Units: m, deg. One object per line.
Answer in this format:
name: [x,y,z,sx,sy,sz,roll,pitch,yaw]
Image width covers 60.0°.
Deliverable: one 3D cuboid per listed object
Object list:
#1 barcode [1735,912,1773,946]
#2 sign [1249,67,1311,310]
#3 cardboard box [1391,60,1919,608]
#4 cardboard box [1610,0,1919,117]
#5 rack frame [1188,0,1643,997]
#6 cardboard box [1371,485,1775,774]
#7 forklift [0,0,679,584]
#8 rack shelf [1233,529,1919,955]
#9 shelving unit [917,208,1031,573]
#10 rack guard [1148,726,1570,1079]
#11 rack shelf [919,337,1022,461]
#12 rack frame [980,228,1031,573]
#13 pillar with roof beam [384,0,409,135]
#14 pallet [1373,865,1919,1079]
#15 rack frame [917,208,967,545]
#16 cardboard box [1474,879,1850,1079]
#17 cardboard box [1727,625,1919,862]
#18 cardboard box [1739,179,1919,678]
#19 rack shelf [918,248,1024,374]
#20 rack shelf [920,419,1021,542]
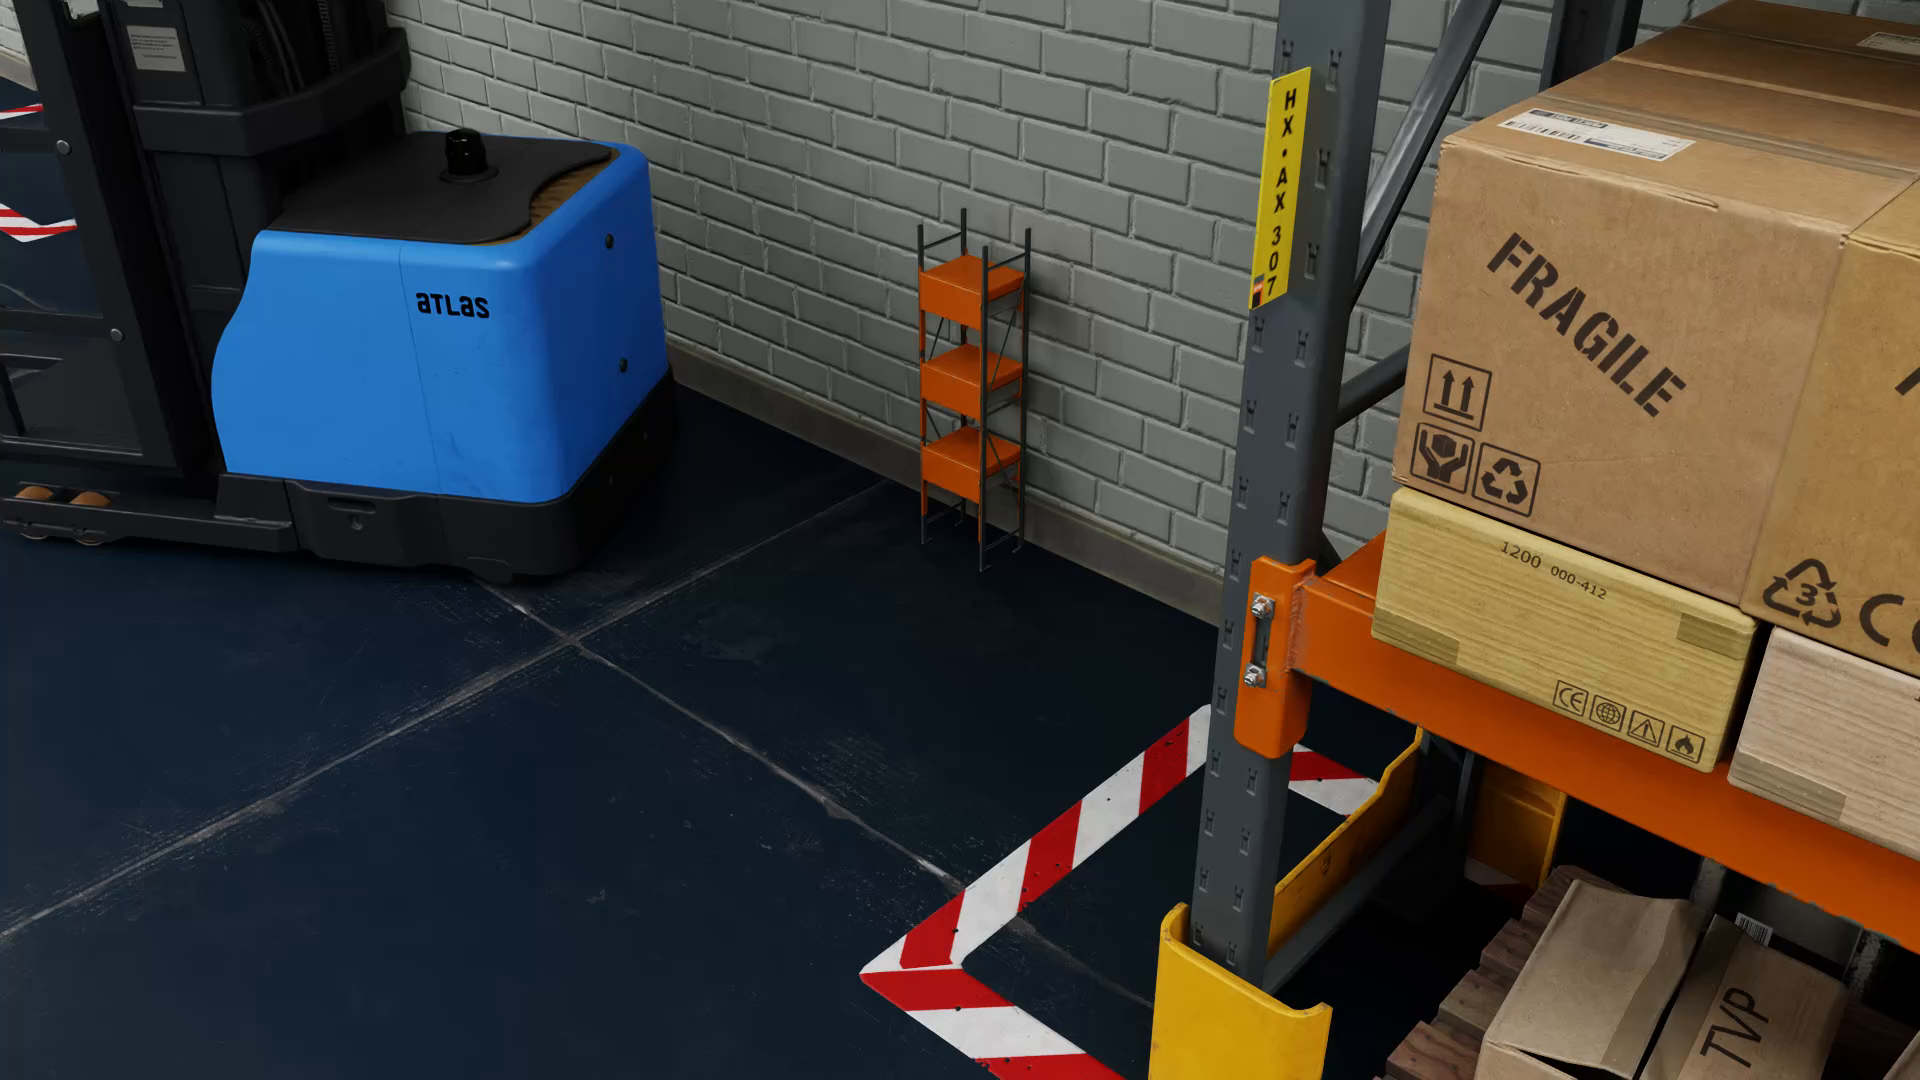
barcode: [1.543,0.766,3.241,0.075,0.075,0.001,25,39,35]
sign: [0.444,-0.484,2.306,0.005,0.325,0.100,25,39,35]
cardboard box: [0.961,-0.306,2.249,0.500,0.500,0.500,25,39,35]
cardboard box: [1.301,-0.504,2.578,0.500,0.500,0.500,25,39,35]
rack frame: [0.808,-0.321,2.874,0.127,3.000,1.000,25,39,35]
cardboard box: [0.957,0.025,2.426,0.500,0.250,0.500,24,38,34]
forklift: [-2.539,-1.496,4.894,3.031,2.935,1.130,6,32,10]
rack shelf: [2.291,0.680,1.910,4.000,0.370,1.077,25,39,35]
shelving unit: [0.040,-0.431,4.948,0.252,1.050,0.215,25,39,35]
rack guard: [0.865,0.777,3.475,0.348,0.500,1.175,25,39,35]
rack shelf: [0.040,-0.422,4.954,0.240,0.259,0.215,25,39,35]
rack frame: [0.130,-0.389,4.878,0.008,1.050,0.200,25,39,35]
pillar with roof beam: [-5.430,-3.410,2.189,0.400,9.000,9.100,25,39,35]
pallet: [1.443,1.195,3.060,1.213,0.211,1.003,25,39,35]
rack frame: [-0.051,-0.473,5.019,0.008,1.050,0.200,25,39,35]
cardboard box: [1.261,0.917,2.999,0.500,0.311,0.500,20,37,30]
cardboard box: [1.352,0.200,2.136,0.500,0.250,0.500,24,38,34]
cardboard box: [1.320,-0.131,1.959,0.500,0.500,0.500,25,39,35]
rack shelf: [0.040,-0.665,4.808,0.240,0.259,0.215,25,39,35]
rack shelf: [0.040,-0.184,5.097,0.240,0.259,0.215,25,39,35]
